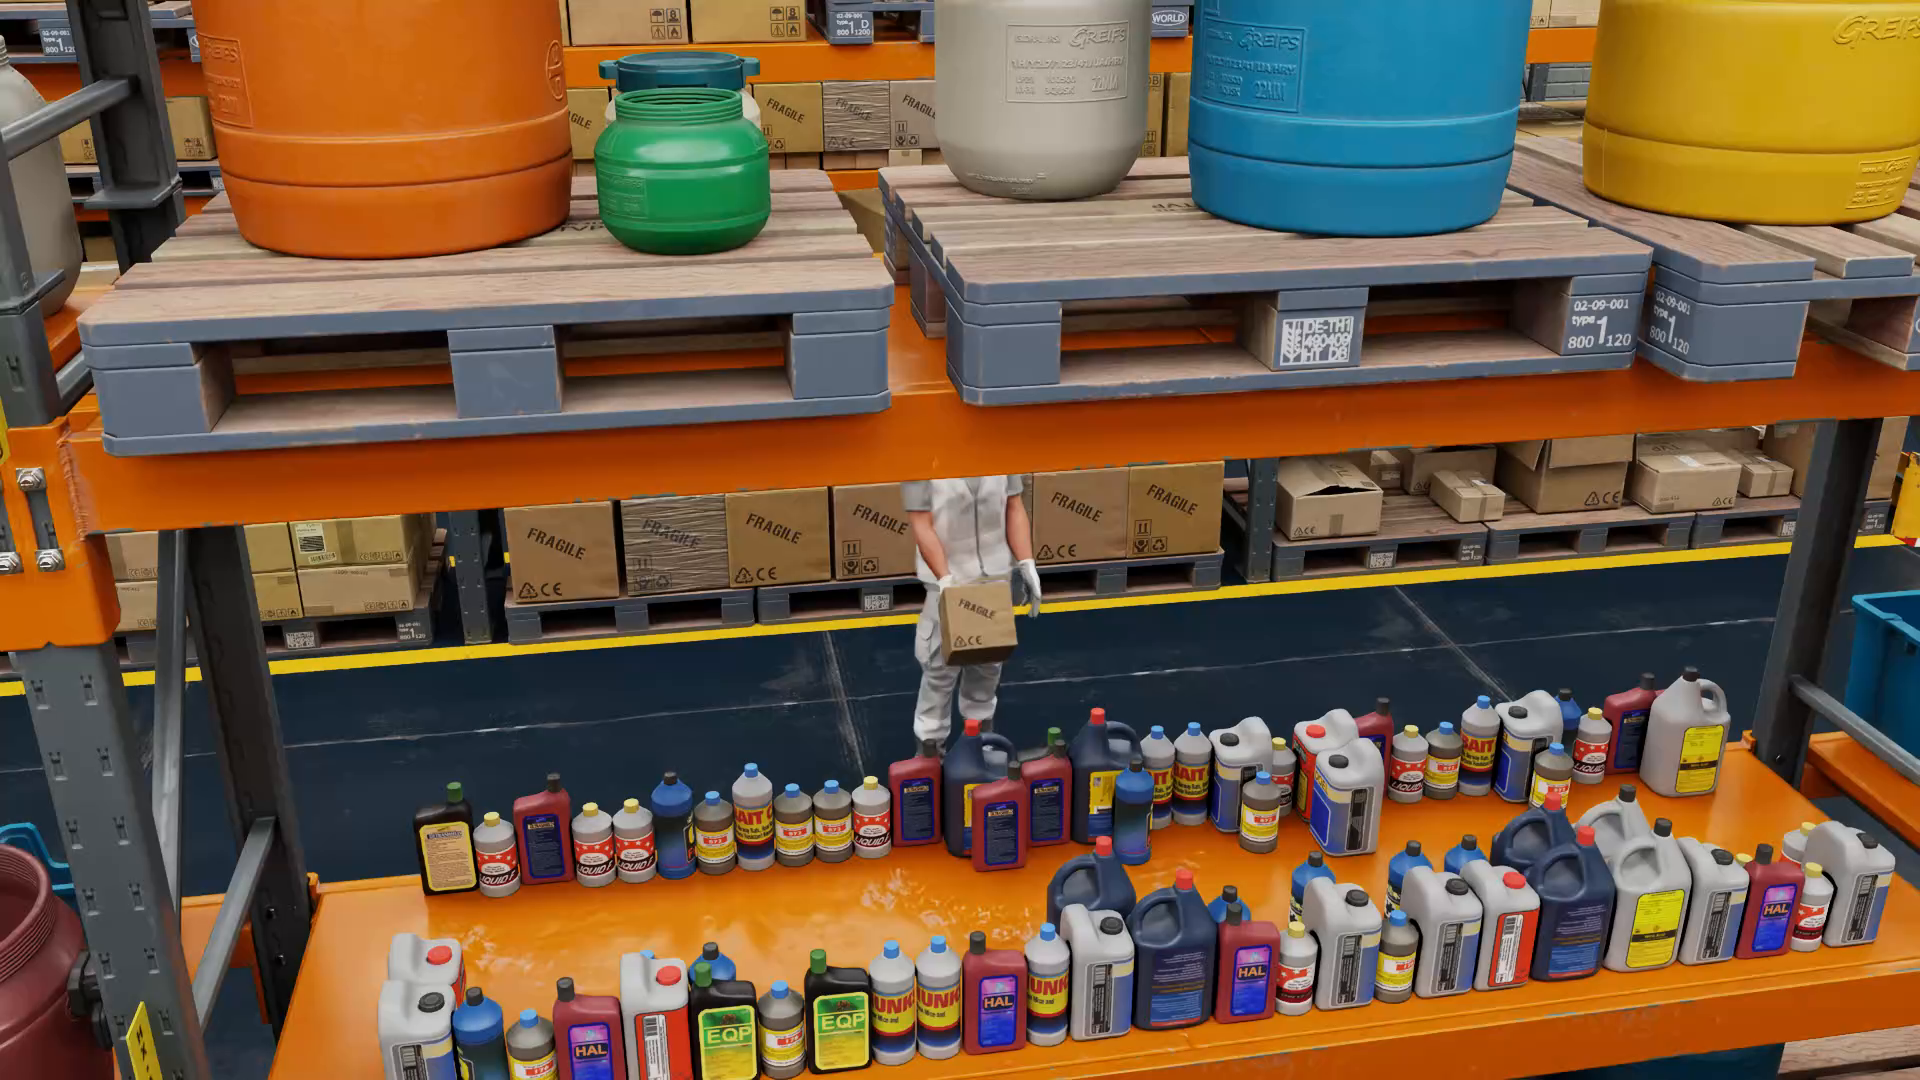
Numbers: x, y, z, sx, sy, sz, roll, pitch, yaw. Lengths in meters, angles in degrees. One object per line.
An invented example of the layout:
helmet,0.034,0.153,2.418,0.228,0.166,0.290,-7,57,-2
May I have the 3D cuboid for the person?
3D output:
person,0.032,0.187,6.607,0.563,1.795,0.501,-13,26,-27
